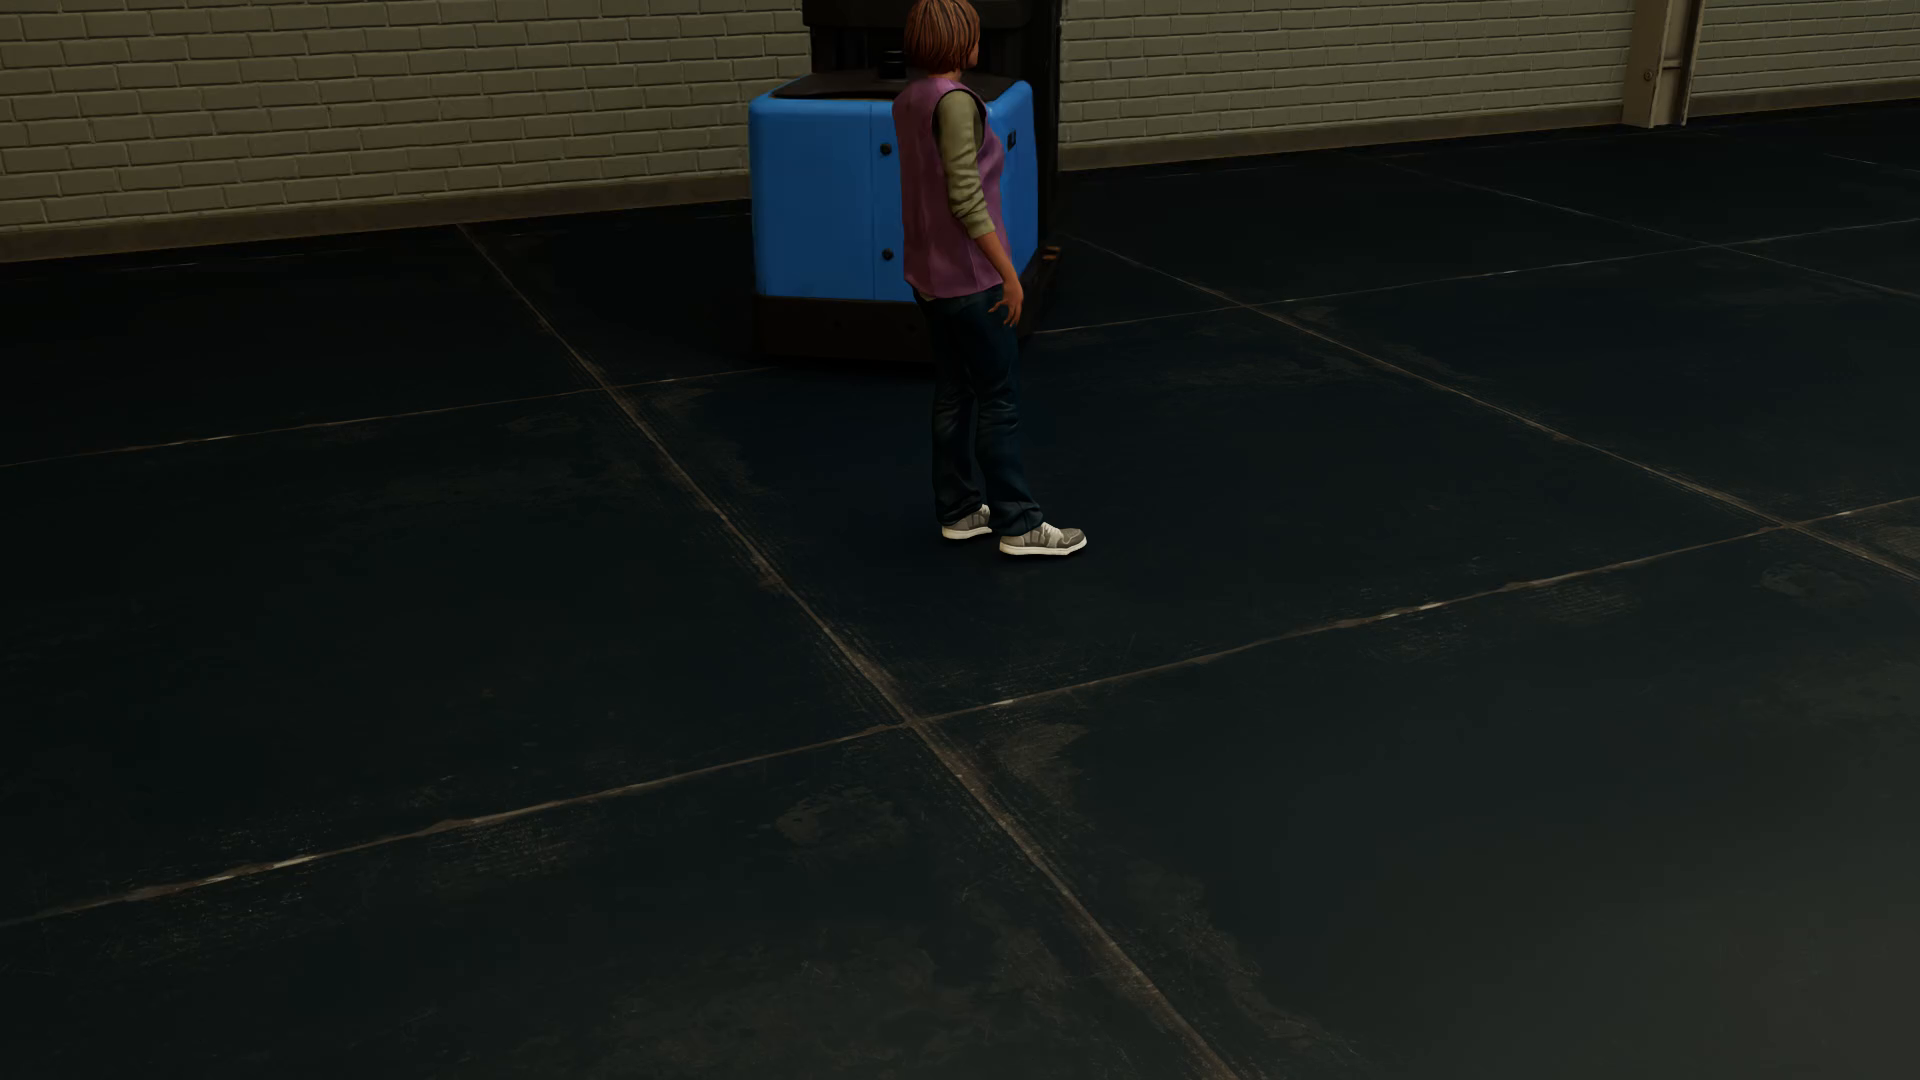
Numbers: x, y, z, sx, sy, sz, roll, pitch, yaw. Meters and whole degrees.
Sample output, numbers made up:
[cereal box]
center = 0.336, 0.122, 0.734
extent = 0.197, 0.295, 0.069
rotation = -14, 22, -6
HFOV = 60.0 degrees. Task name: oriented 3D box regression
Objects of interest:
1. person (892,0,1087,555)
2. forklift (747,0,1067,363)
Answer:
[person]
center = 0.073, -0.751, 4.814
extent = 0.476, 1.597, 0.520
rotation = -10, 25, -23
[forklift]
center = -0.081, -2.579, 7.494
extent = 1.130, 2.935, 3.031
rotation = 4, 23, 9
